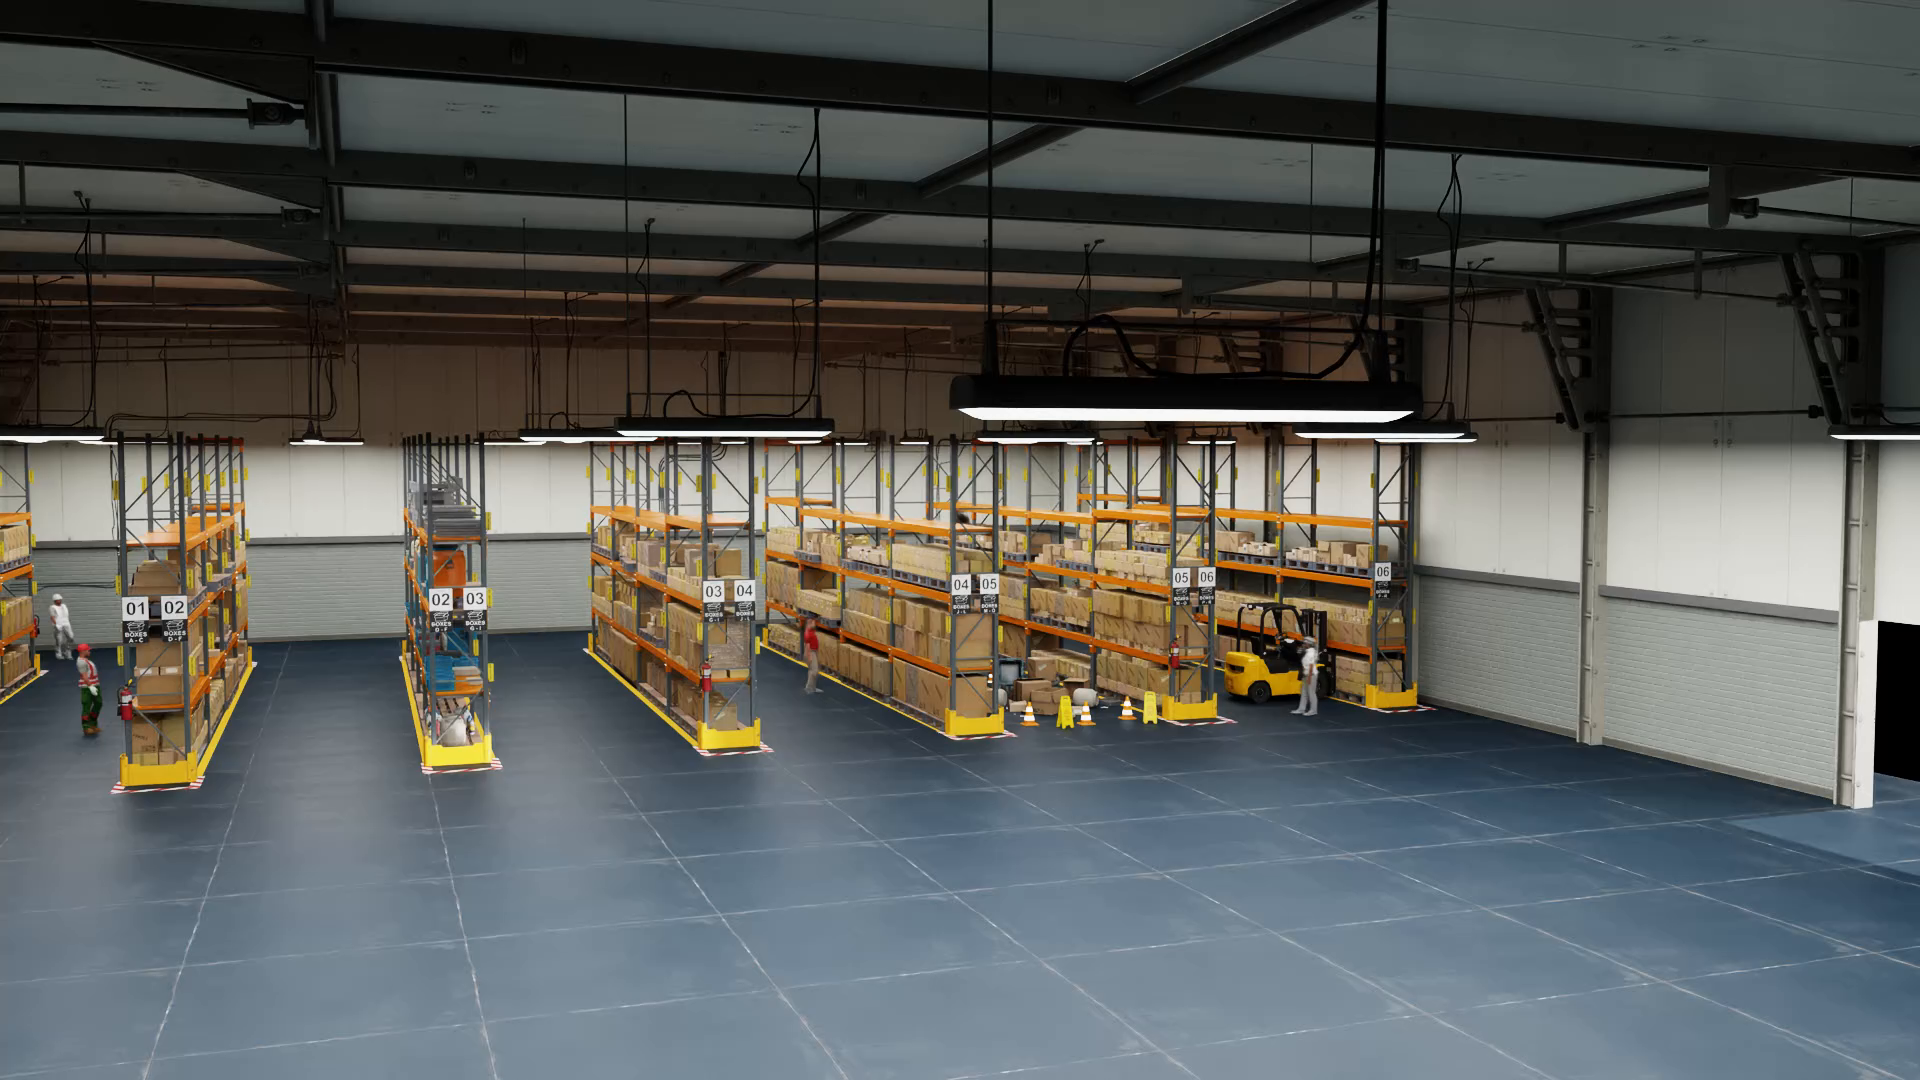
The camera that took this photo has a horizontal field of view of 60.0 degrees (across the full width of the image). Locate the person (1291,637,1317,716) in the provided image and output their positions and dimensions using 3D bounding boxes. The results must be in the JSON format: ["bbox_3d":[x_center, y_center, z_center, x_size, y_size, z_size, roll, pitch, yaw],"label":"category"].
[{"bbox_3d":[7.393,2.908,35.584,0.498,1.691,0.475,0,3,-5],"label":"person"}]

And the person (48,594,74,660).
[{"bbox_3d":[-24.163,2.354,44.733,0.572,1.809,0.590,2,4,34],"label":"person"}]

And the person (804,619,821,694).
[{"bbox_3d":[-3.462,2.745,38.980,0.407,1.801,0.573,0,3,-1],"label":"person"}]

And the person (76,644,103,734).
[{"bbox_3d":[-17.454,2.984,33.366,0.569,1.823,0.578,0,3,6],"label":"person"}]
